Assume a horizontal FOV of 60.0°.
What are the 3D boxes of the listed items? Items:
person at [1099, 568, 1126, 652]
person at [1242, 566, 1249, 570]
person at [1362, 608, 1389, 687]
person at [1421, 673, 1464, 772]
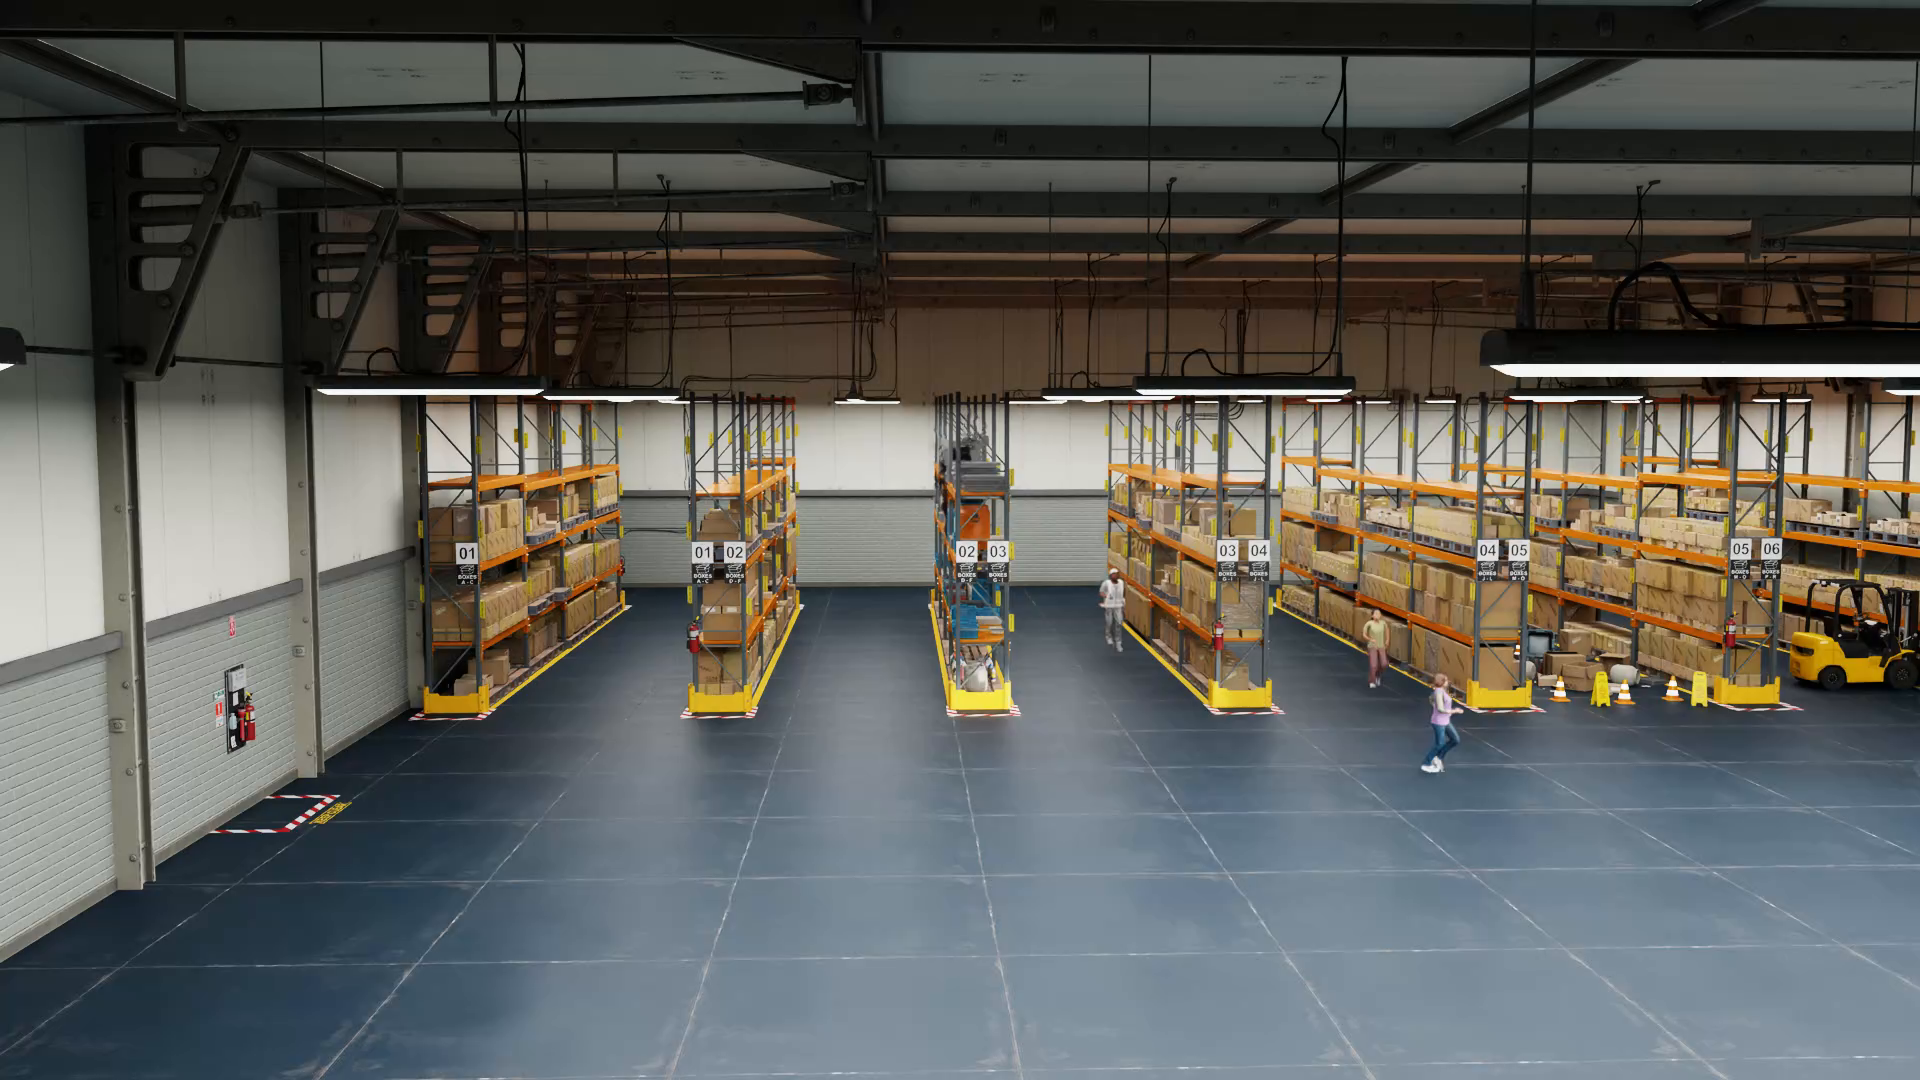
[{"bbox_3d":[3.461,1.574,37.485,0.659,1.889,0.739,-1,5,-6],"label":"person"},{"bbox_3d":[8.104,1.047,48.359,0.761,1.620,0.624,3,6,36],"label":"person"},{"bbox_3d":[8.483,2.196,33.790,0.606,1.630,0.544,0,5,-6],"label":"person"},{"bbox_3d":[7.518,2.856,25.890,0.623,1.552,0.512,2,5,27],"label":"person"}]
